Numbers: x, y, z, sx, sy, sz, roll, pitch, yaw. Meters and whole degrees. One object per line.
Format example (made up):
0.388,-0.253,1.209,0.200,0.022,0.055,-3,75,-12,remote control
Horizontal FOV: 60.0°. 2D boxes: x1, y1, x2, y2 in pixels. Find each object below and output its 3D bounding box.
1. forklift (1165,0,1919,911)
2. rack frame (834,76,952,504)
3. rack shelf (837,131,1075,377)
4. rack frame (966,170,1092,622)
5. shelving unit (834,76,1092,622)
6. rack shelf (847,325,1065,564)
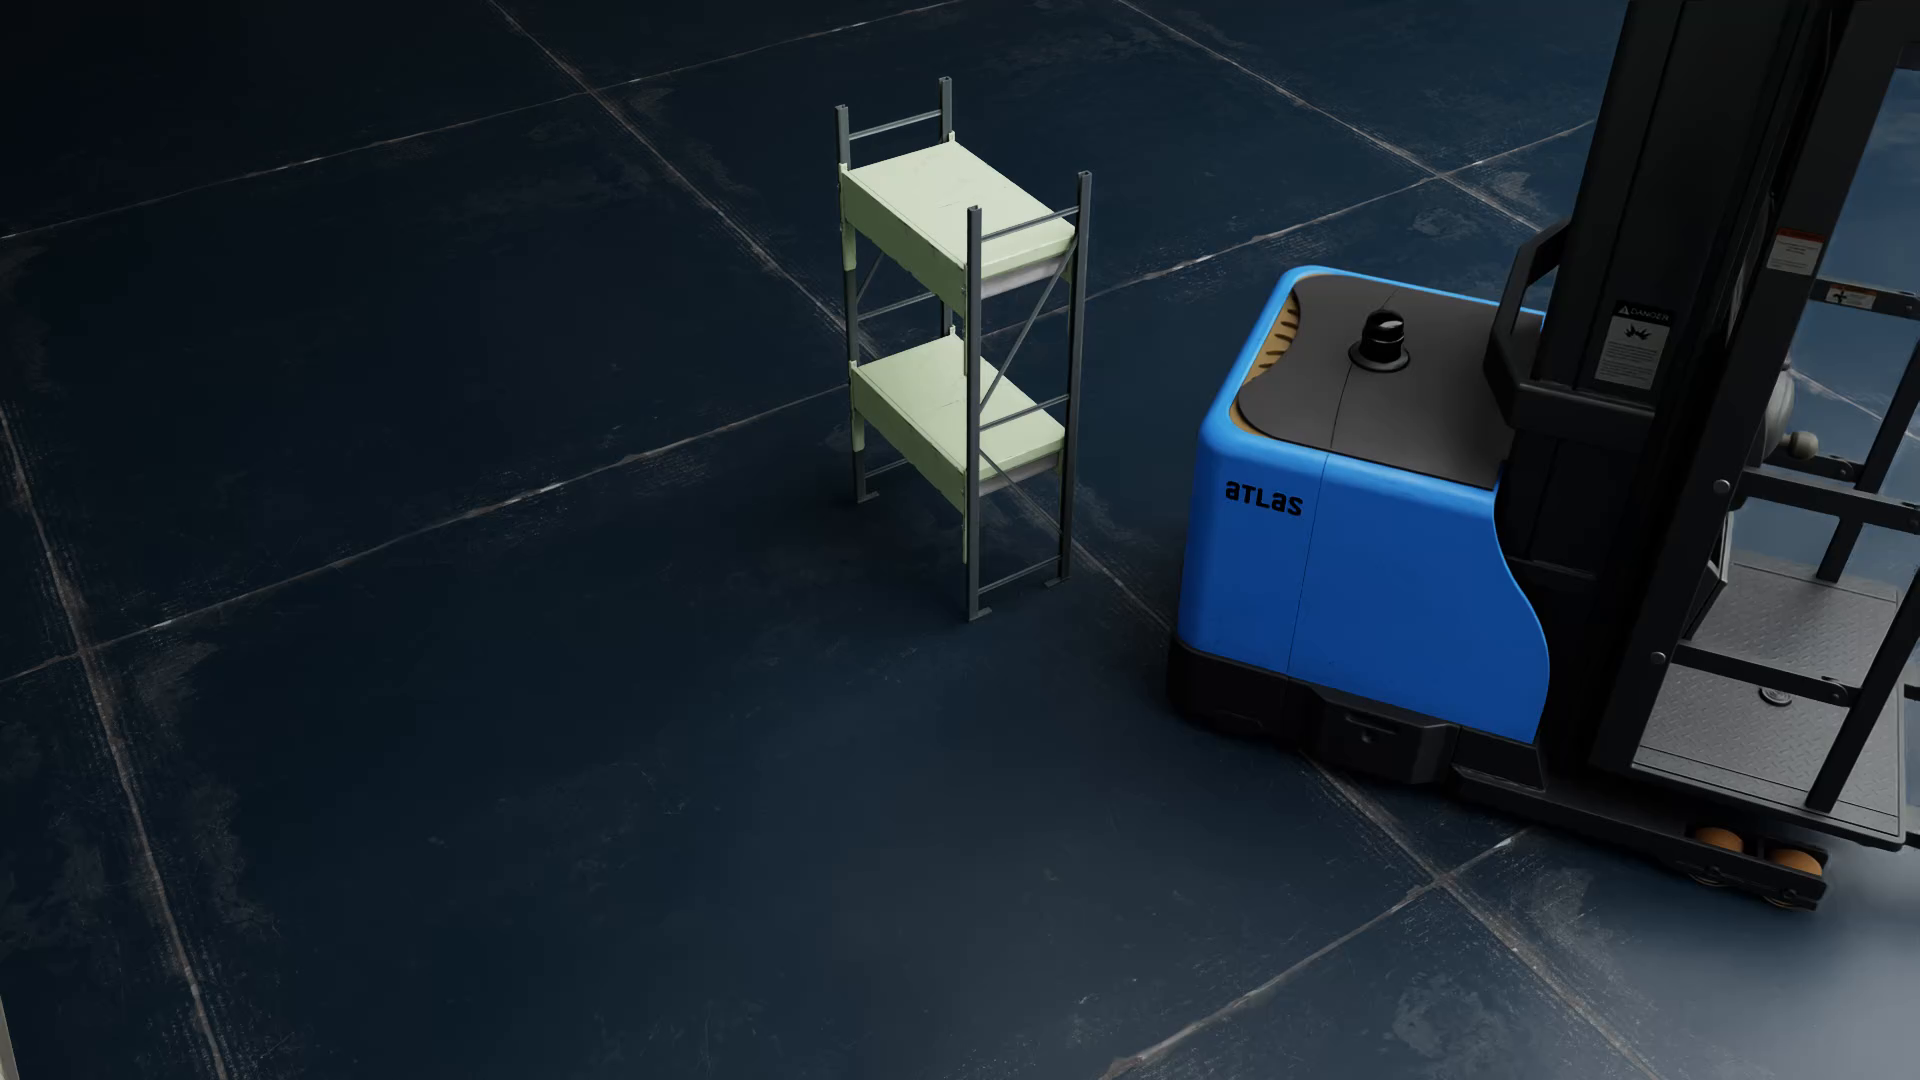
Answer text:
2.195,-0.509,4.072,3.031,2.935,1.130,15,42,18,forklift
-0.200,-0.777,5.511,0.400,1.500,0.023,-22,45,-24,rack frame
-0.004,-0.880,5.024,0.431,0.370,0.720,-22,45,-24,rack shelf
0.193,-0.382,5.037,0.400,1.500,0.023,-22,45,-24,rack frame
-0.004,-0.580,5.274,0.431,1.500,0.755,-22,45,-24,shelving unit
-0.004,-0.329,5.483,0.431,0.370,0.720,-22,45,-24,rack shelf
